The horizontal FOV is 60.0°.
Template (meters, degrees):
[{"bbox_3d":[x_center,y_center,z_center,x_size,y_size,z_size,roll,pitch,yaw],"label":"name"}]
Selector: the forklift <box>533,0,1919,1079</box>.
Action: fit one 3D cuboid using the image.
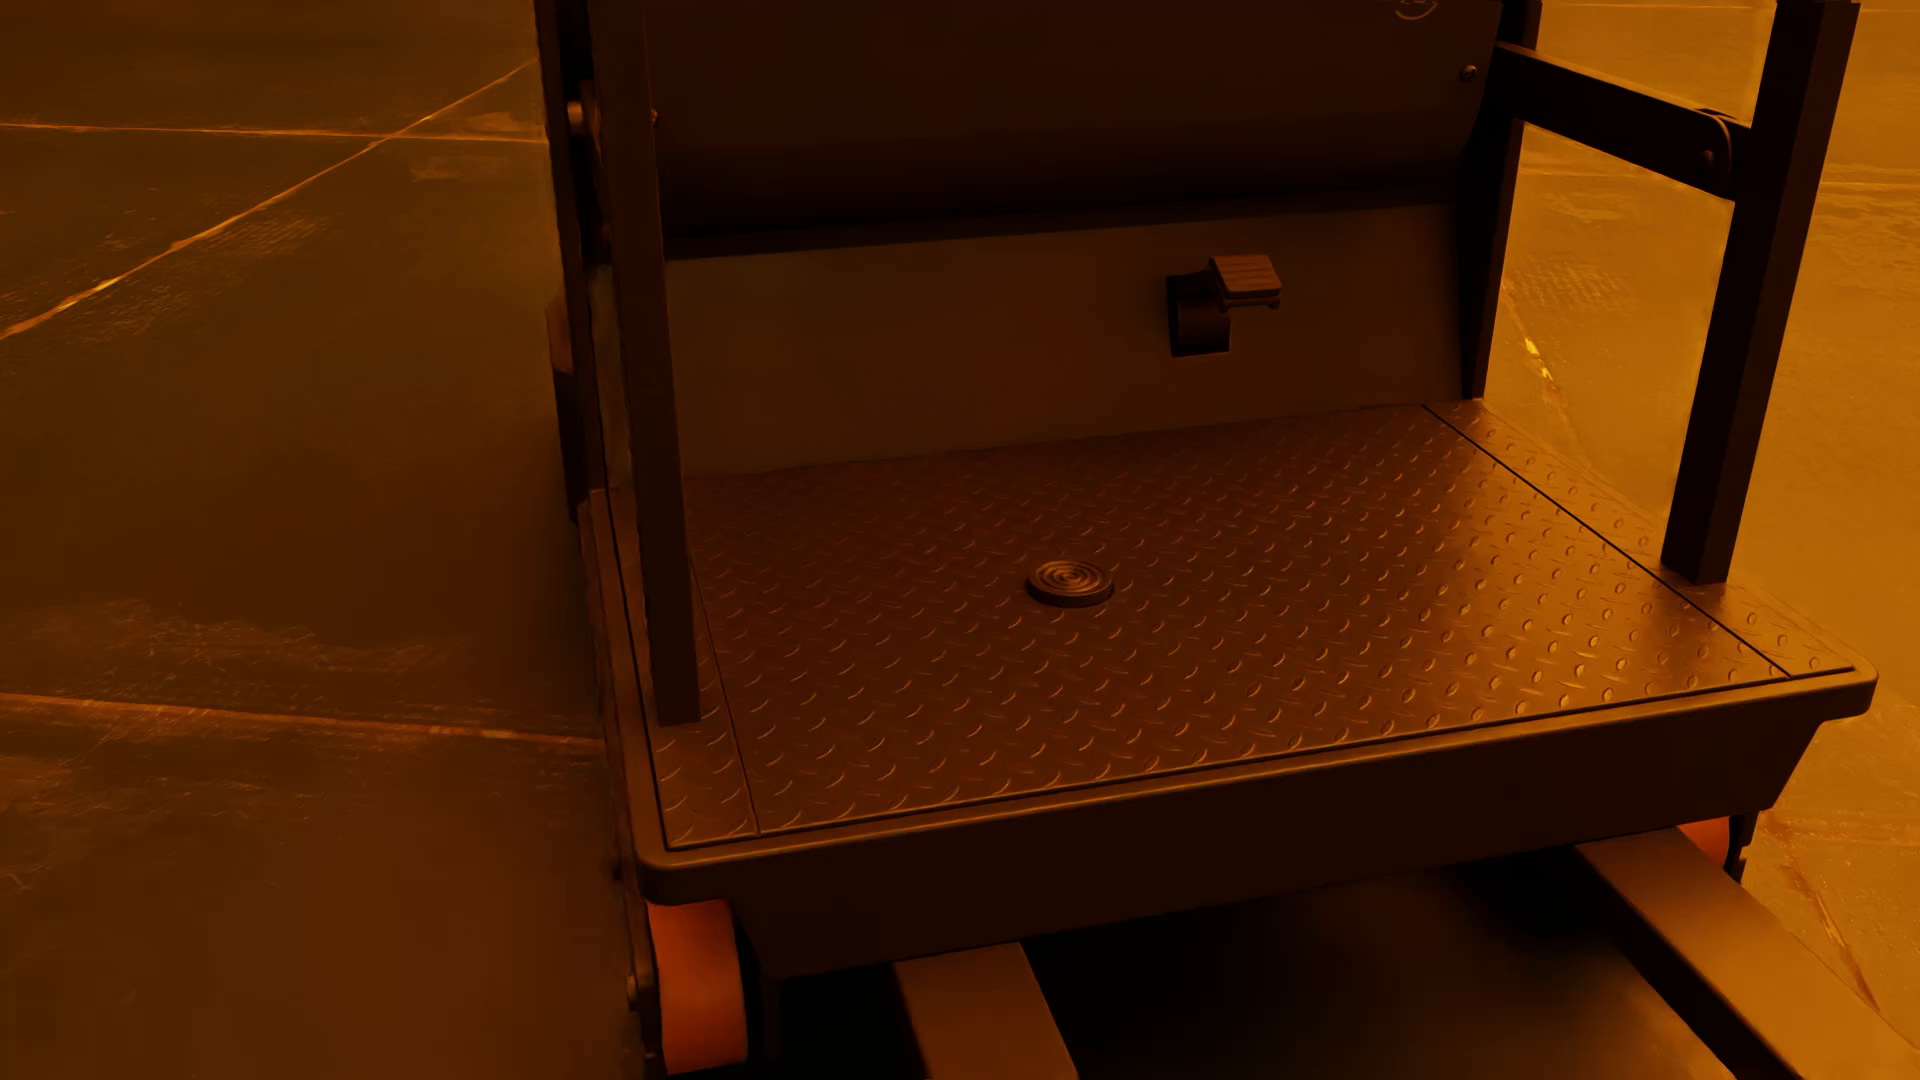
[{"bbox_3d":[0.172,-1.016,1.254,1.130,2.935,3.031,-7,27,-13],"label":"forklift"}]
